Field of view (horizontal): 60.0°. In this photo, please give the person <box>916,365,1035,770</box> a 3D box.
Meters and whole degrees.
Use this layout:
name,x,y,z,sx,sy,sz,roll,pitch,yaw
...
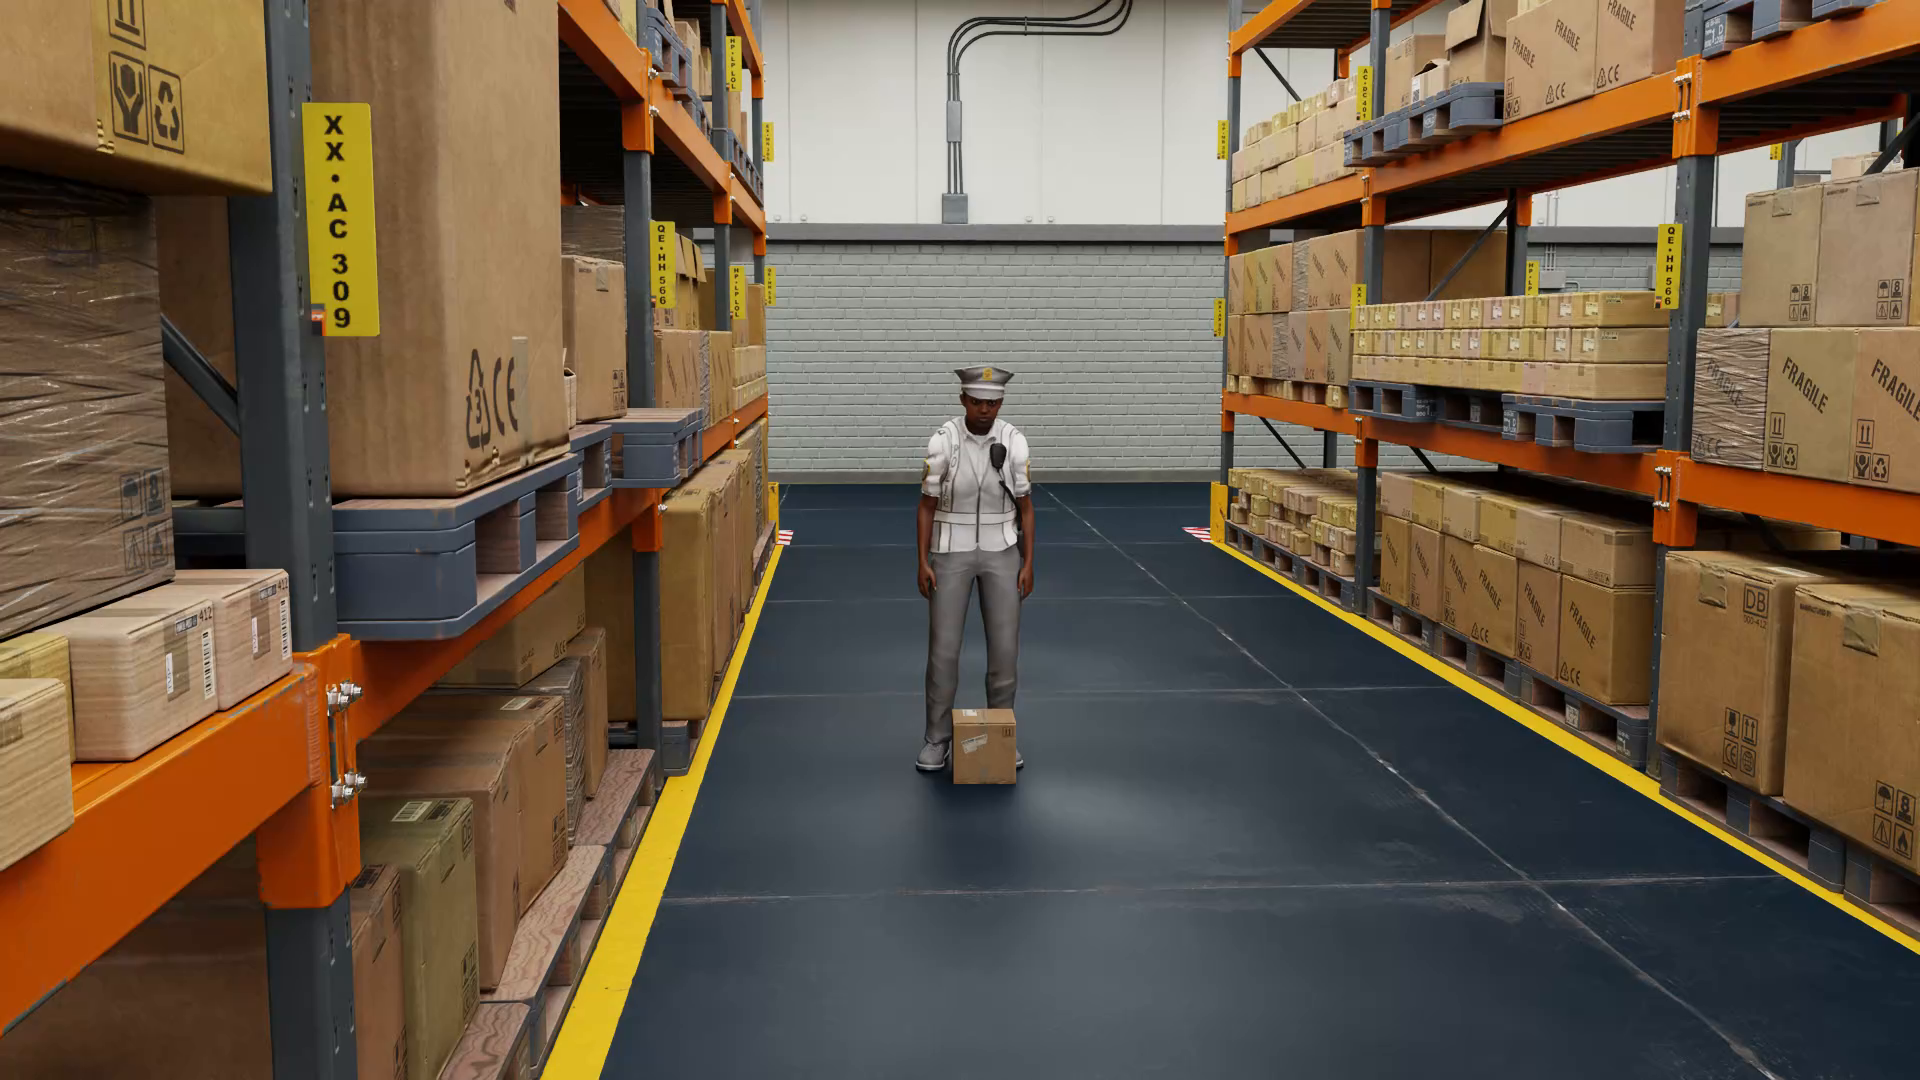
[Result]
name,x,y,z,sx,sy,sz,roll,pitch,yaw
person,0.062,0.108,6.882,0.503,1.656,0.397,0,7,-4
